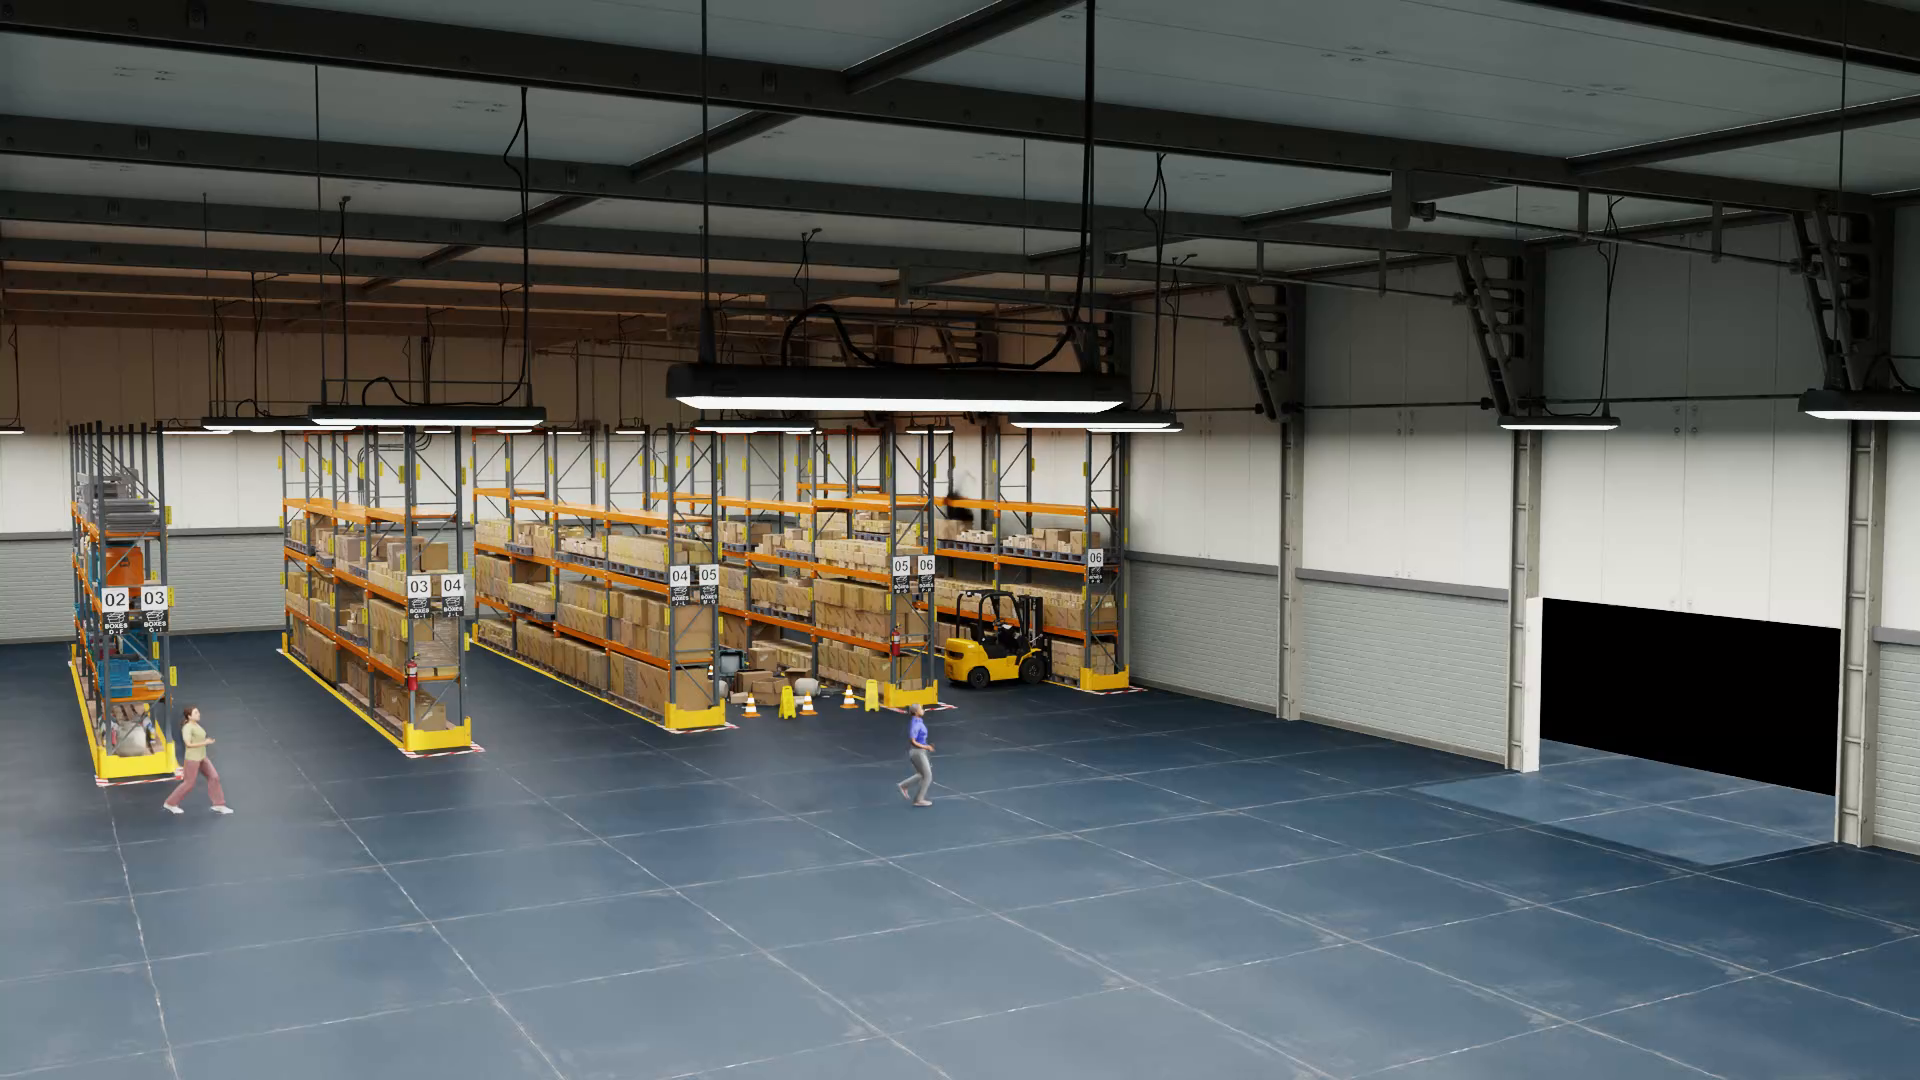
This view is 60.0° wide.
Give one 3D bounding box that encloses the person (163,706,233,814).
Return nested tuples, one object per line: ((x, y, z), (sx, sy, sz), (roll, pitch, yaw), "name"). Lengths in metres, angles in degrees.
((-11.526, 3.328, 25.117), (0.964, 1.668, 0.578), (0, 4, -3), "person")

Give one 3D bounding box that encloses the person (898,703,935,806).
((-0.659, 3.323, 25.797), (0.563, 1.603, 0.573), (0, 4, -2), "person")

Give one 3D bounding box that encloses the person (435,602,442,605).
((-13.774, 2.105, 44.346), (0.670, 1.740, 0.523), (-2, 4, -29), "person")
